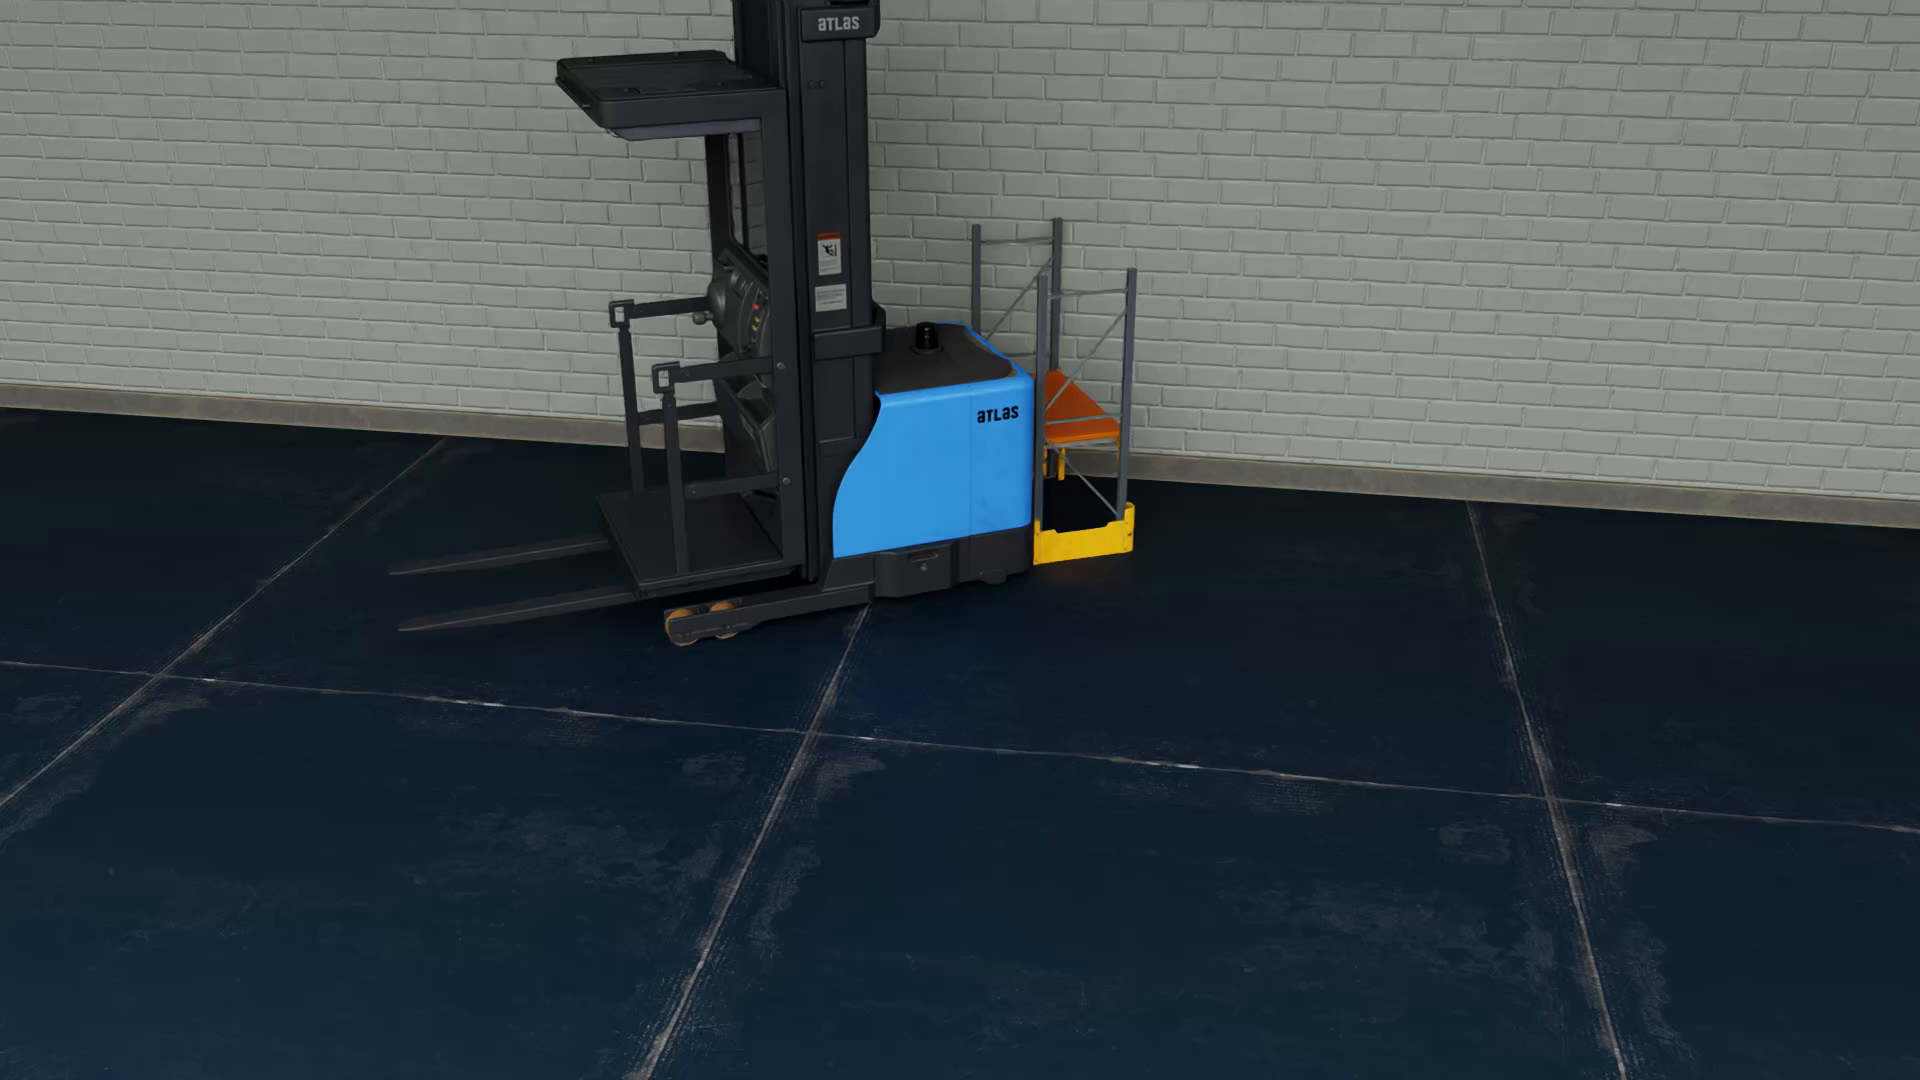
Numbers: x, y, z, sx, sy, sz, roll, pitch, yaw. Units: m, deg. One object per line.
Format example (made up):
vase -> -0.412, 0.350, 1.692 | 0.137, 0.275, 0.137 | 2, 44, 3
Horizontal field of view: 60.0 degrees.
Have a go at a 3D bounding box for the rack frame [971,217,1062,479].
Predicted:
rack frame -> 0.304, -1.010, 9.140 | 0.500, 1.500, 0.032 | -8, 26, -16

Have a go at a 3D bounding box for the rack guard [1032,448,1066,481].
rack guard -> 0.310, -0.437, 9.388 | 0.587, 0.250, 0.087 | -8, 26, -16

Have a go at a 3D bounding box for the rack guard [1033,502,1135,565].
rack guard -> 0.609, -0.034, 8.527 | 0.587, 0.250, 0.087 | -8, 26, -16

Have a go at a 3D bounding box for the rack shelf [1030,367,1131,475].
rack shelf -> 0.457, -0.642, 8.777 | 0.538, 0.185, 1.000 | -8, 26, -16

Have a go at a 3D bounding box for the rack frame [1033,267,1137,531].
rack frame -> 0.610, -0.599, 8.261 | 0.500, 1.500, 0.032 | -8, 26, -16

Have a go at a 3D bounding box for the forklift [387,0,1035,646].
forklift -> -1.201, -1.091, 7.624 | 3.031, 2.935, 1.130 | -9, 27, -19

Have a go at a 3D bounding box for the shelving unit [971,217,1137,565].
shelving unit -> 0.460, -0.801, 8.693 | 0.587, 1.500, 1.083 | -8, 26, -16
